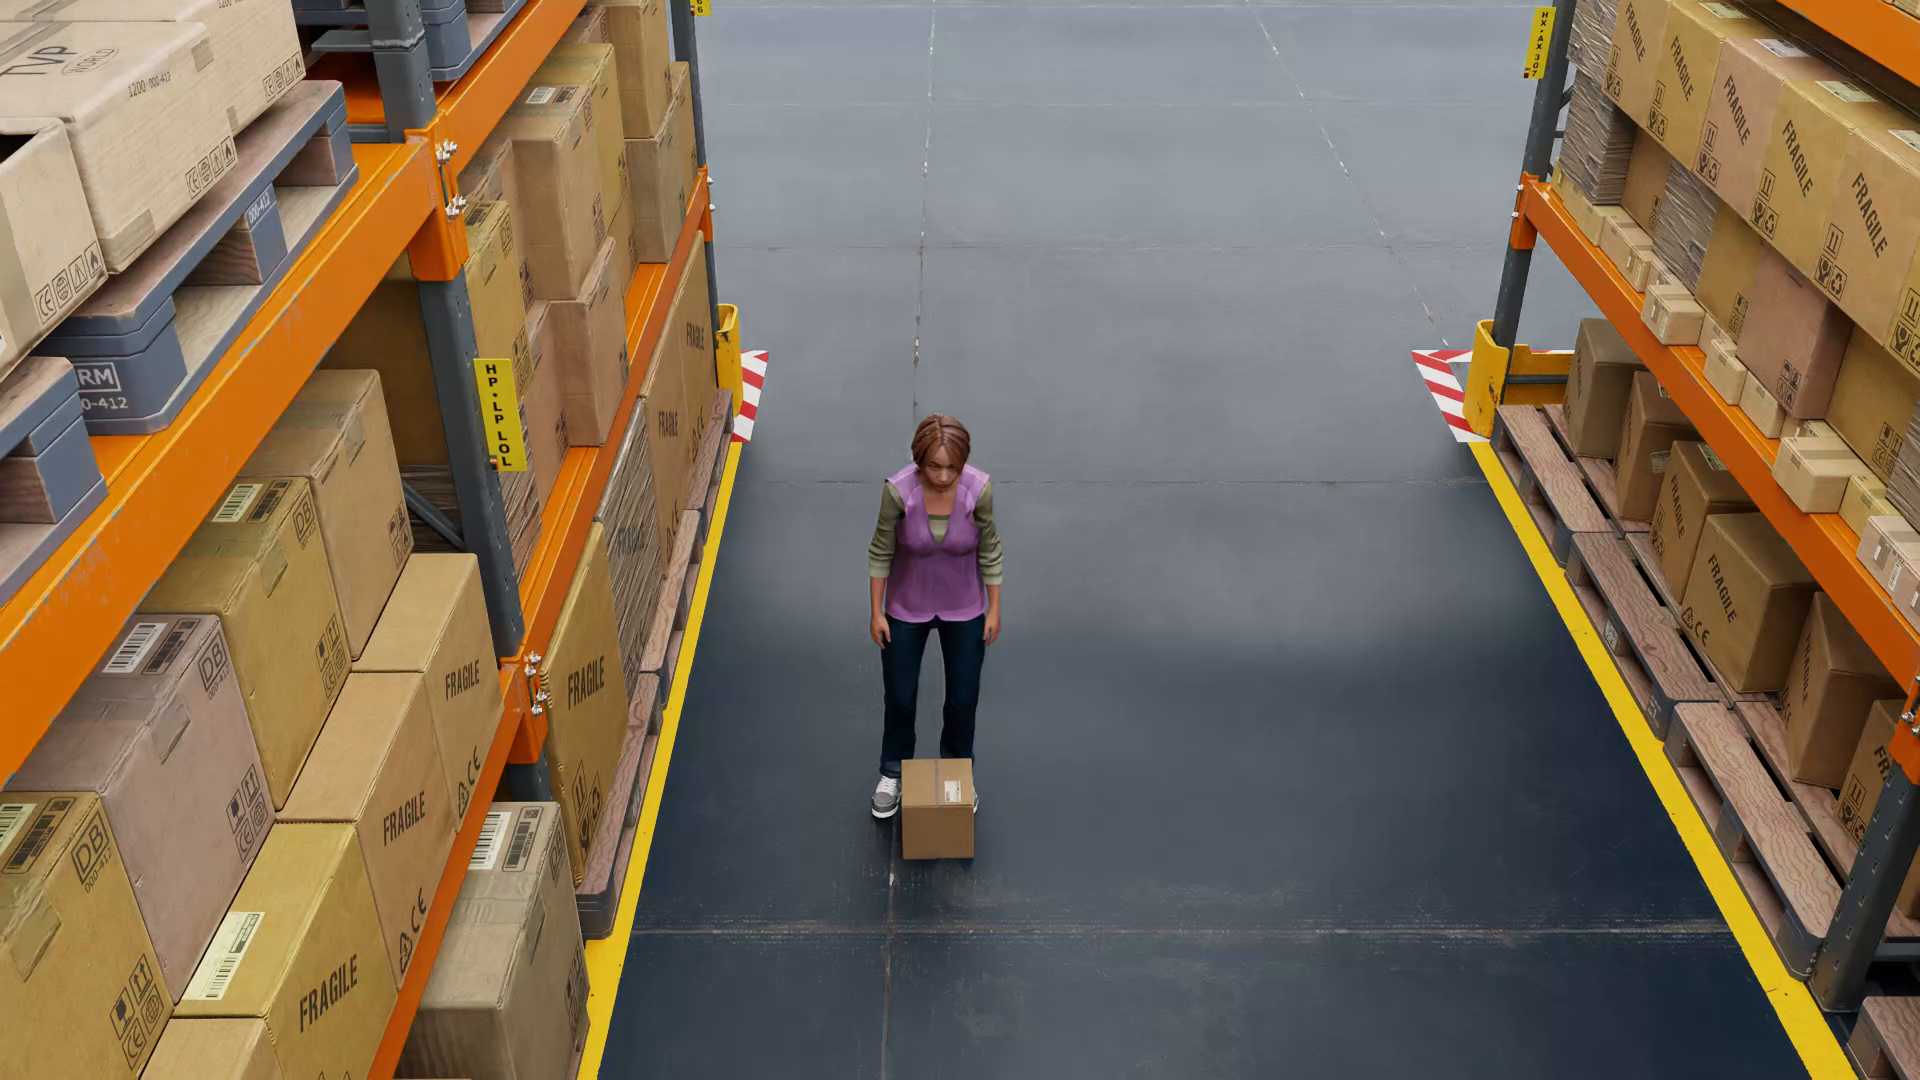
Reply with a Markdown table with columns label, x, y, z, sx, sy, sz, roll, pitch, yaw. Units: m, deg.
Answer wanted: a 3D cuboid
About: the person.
| label | x | y | z | sx | sy | sz | roll | pitch | yaw |
| --- | --- | --- | --- | --- | --- | --- | --- | --- | --- |
| person | -0.090 | 0.257 | 5.736 | 0.479 | 1.592 | 0.346 | -2 | 32 | -3 |
